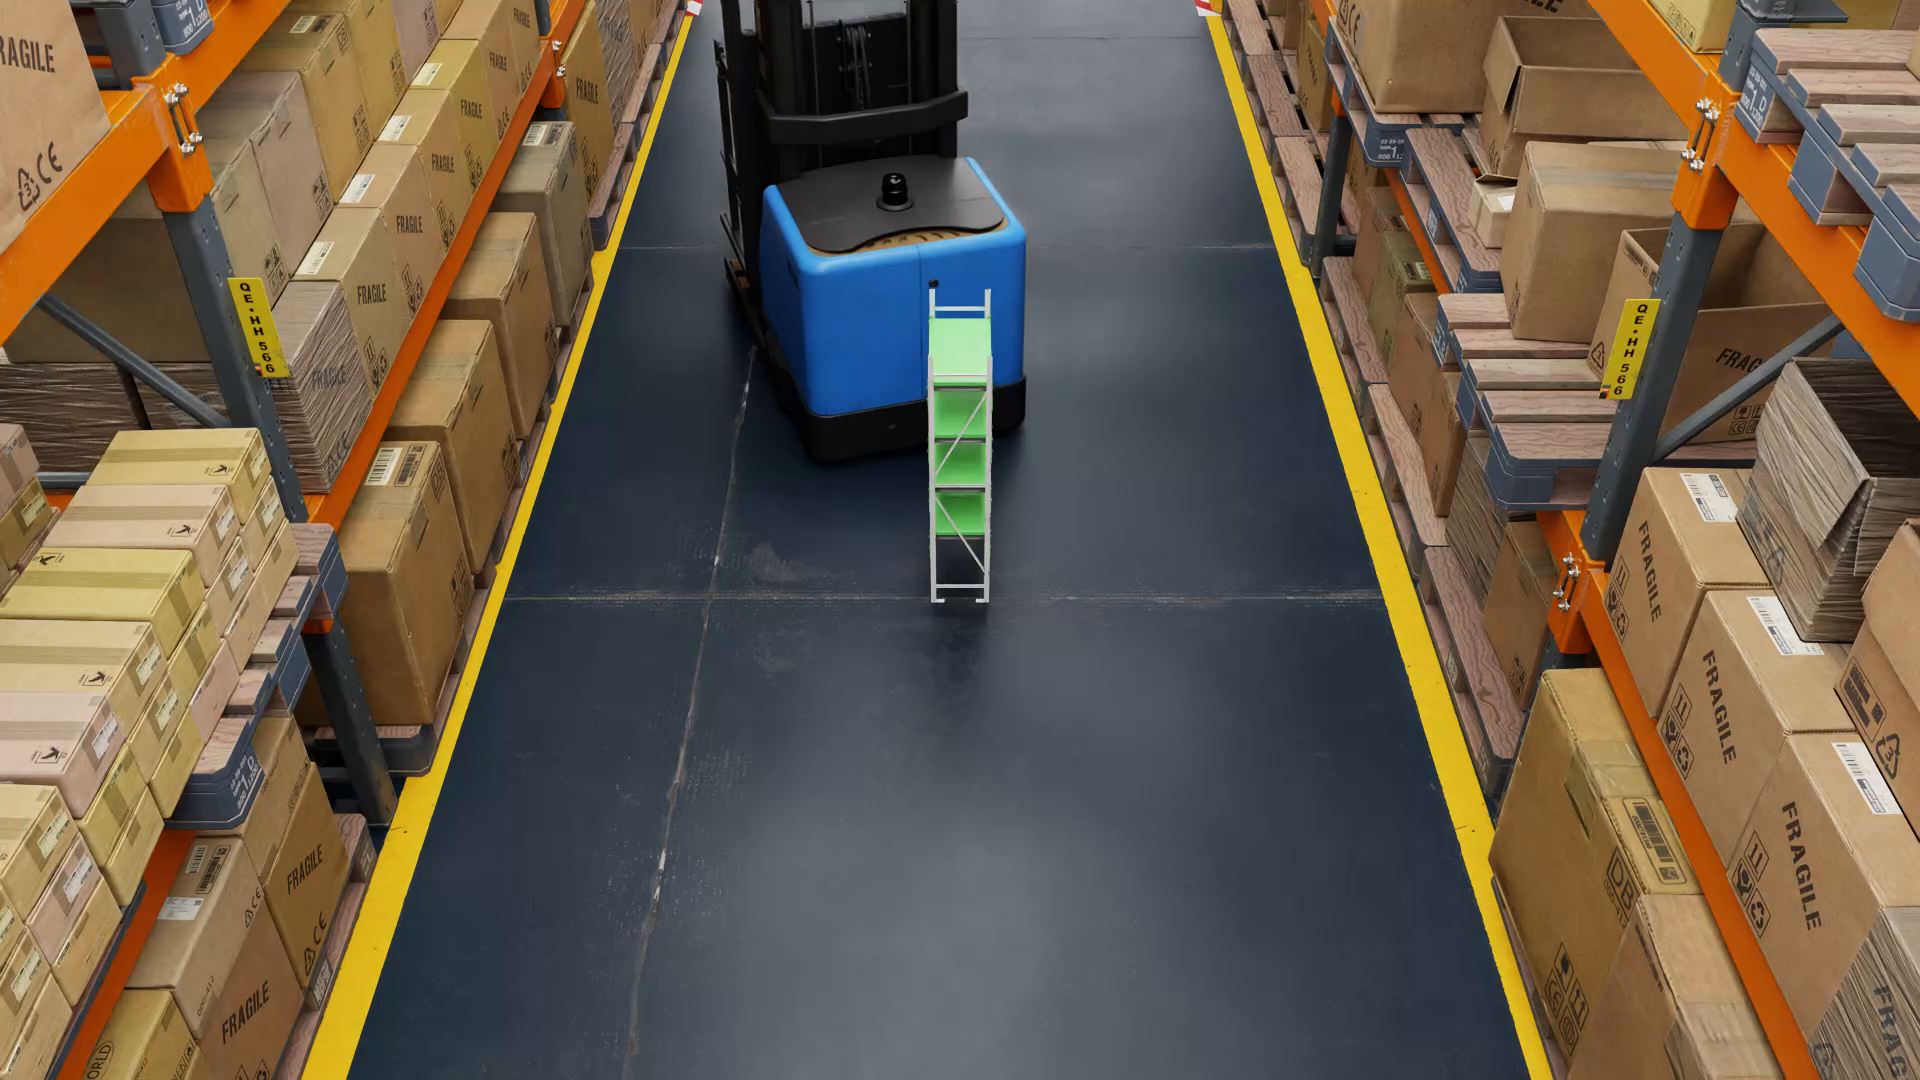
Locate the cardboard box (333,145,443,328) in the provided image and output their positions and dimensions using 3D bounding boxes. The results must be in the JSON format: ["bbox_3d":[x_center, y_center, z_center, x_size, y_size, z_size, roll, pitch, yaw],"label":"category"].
[{"bbox_3d":[-2.278,-1.129,6.180,0.500,0.500,0.500,0,39,0],"label":"cardboard box"}]

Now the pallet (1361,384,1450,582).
[{"bbox_3d":[2.419,-0.278,7.427,1.003,0.211,1.213,0,39,0],"label":"pallet"}]

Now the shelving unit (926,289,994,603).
[{"bbox_3d":[0.000,-0.365,6.746,0.258,1.200,0.503,0,39,0],"label":"shelving unit"}]

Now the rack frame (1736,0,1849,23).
[{"bbox_3d":[2.417,-2.457,3.120,1.000,3.000,0.127,0,39,0],"label":"rack frame"}]

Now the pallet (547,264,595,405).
[{"bbox_3d":[-2.472,-1.106,8.462,1.003,0.211,1.213,0,39,0],"label":"pallet"}]

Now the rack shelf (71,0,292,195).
[{"bbox_3d":[-2.546,-2.316,5.918,1.077,0.370,4.000,0,39,0],"label":"rack shelf"}]

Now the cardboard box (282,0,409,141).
[{"bbox_3d":[-2.540,-1.842,6.271,0.700,0.500,0.500,0,39,0],"label":"cardboard box"}]

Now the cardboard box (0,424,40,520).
[{"bbox_3d":[-2.737,-0.182,4.467,0.380,0.149,0.250,0,39,0],"label":"cardboard box"}]

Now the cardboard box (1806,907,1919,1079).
[{"bbox_3d":[2.151,1.105,3.393,0.500,0.500,0.500,0,39,0],"label":"cardboard box"}]

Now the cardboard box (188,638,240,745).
[{"bbox_3d":[-2.084,0.383,4.239,0.380,0.149,0.250,1,39,1],"label":"cardboard box"}]

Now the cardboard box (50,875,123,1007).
[{"bbox_3d":[-2.087,0.869,3.632,0.380,0.149,0.250,1,39,1],"label":"cardboard box"}]

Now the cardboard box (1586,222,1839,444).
[{"bbox_3d":[2.376,-0.657,5.255,0.500,0.500,0.500,-5,39,-6],"label":"cardboard box"}]

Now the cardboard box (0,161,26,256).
[{"bbox_3d":[-2.275,-0.716,3.266,0.500,0.500,0.500,0,39,0],"label":"cardboard box"}]

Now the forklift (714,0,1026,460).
[{"bbox_3d":[-0.622,-2.434,7.944,1.130,2.935,3.031,-11,40,-14],"label":"forklift"}]

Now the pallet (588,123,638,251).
[{"bbox_3d":[-2.471,-2.064,9.657,1.003,0.211,1.213,0,39,0],"label":"pallet"}]

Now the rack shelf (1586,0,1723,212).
[{"bbox_3d":[2.414,-2.256,5.844,1.077,0.370,4.000,0,39,0],"label":"rack shelf"}]

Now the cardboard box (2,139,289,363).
[{"bbox_3d":[-2.534,-0.886,5.077,0.700,0.500,0.500,0,39,0],"label":"cardboard box"}]

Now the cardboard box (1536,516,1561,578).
[{"bbox_3d":[2.386,-0.024,5.928,0.500,0.250,0.500,1,39,2],"label":"cardboard box"}]

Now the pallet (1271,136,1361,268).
[{"bbox_3d":[2.376,-1.949,9.514,1.003,0.211,1.213,0,39,0],"label":"pallet"}]

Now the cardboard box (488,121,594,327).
[{"bbox_3d":[-2.457,-1.575,8.280,1.050,0.750,0.750,0,39,0],"label":"cardboard box"}]

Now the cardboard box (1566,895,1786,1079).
[{"bbox_3d":[2.390,1.538,4.295,1.225,0.875,0.875,0,39,0],"label":"cardboard box"}]

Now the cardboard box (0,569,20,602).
[{"bbox_3d":[-2.745,0.206,4.459,0.380,0.149,0.250,2,39,2],"label":"cardboard box"}]

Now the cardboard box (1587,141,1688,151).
[{"bbox_3d":[2.645,-1.270,6.220,0.500,0.250,0.500,-1,39,-1],"label":"cardboard box"}]

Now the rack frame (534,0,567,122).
[{"bbox_3d":[-2.548,-2.677,8.192,1.000,3.000,0.127,0,39,0],"label":"rack frame"}]

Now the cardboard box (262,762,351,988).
[{"bbox_3d":[-2.281,1.047,5.208,0.500,0.500,0.500,0,39,0],"label":"cardboard box"}]

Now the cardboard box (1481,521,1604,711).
[{"bbox_3d":[2.396,0.269,6.163,0.700,0.500,0.500,-2,39,-2],"label":"cardboard box"}]

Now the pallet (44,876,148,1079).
[{"bbox_3d":[-2.500,1.137,3.586,1.003,0.211,1.213,0,39,0],"label":"pallet"}]

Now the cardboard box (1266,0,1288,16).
[{"bbox_3d":[2.391,-3.917,11.402,0.500,0.500,0.500,7,39,8],"label":"cardboard box"}]

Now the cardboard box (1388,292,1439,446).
[{"bbox_3d":[2.374,-0.781,7.474,0.700,0.500,0.500,-3,39,-4],"label":"cardboard box"}]

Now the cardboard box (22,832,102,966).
[{"bbox_3d":[-2.084,0.758,3.533,0.380,0.149,0.250,1,39,1],"label":"cardboard box"}]

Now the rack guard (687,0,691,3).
[{"bbox_3d":[-2.553,-4.218,12.114,1.175,0.500,0.348,0,39,0],"label":"rack guard"}]

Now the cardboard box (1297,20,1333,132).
[{"bbox_3d":[2.364,-2.802,10.011,0.500,0.500,0.500,-3,39,-4],"label":"cardboard box"}]

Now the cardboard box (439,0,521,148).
[{"bbox_3d":[-2.280,-2.074,7.359,0.500,0.500,0.500,0,39,-1],"label":"cardboard box"}]

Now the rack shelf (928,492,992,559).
[{"bbox_3d":[0.000,-0.128,6.936,0.258,0.148,0.480,0,39,0],"label":"rack shelf"}]

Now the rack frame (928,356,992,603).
[{"bbox_3d":[0.000,-0.212,6.555,0.240,1.200,0.015,0,39,0],"label":"rack frame"}]

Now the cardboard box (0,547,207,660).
[{"bbox_3d":[-2.086,0.153,4.049,0.380,0.149,0.250,1,39,1],"label":"cardboard box"}]

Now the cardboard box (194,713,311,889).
[{"bbox_3d":[-2.281,0.771,4.953,0.500,0.250,0.500,-1,39,-1],"label":"cardboard box"}]

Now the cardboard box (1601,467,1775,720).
[{"bbox_3d":[2.145,0.149,4.585,0.500,0.500,0.500,1,39,1],"label":"cardboard box"}]

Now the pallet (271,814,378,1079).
[{"bbox_3d":[-2.544,1.401,5.333,1.003,0.211,1.213,0,39,0],"label":"pallet"}]

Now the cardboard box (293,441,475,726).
[{"bbox_3d":[-2.454,0.158,6.118,1.050,0.750,0.750,-1,39,-1],"label":"cardboard box"}]

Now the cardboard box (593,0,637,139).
[{"bbox_3d":[-2.484,-2.969,9.919,0.875,0.875,0.875,0,39,0],"label":"cardboard box"}]

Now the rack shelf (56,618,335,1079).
[{"bbox_3d":[-2.541,1.356,3.735,1.077,0.370,4.000,0,39,0],"label":"rack shelf"}]

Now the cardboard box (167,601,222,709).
[{"bbox_3d":[-2.083,0.283,4.126,0.380,0.149,0.250,1,39,1],"label":"cardboard box"}]

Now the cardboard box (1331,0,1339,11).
[{"bbox_3d":[2.127,-2.810,8.559,0.380,0.149,0.250,0,39,0],"label":"cardboard box"}]

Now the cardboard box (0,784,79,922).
[{"bbox_3d":[-2.085,0.641,3.441,0.380,0.149,0.250,2,39,2],"label":"cardboard box"}]

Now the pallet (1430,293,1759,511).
[{"bbox_3d":[2.309,-0.487,5.612,1.213,0.211,1.003,0,39,0],"label":"pallet"}]

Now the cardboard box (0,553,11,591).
[{"bbox_3d":[-2.741,0.115,4.336,0.380,0.149,0.250,2,39,2],"label":"cardboard box"}]
